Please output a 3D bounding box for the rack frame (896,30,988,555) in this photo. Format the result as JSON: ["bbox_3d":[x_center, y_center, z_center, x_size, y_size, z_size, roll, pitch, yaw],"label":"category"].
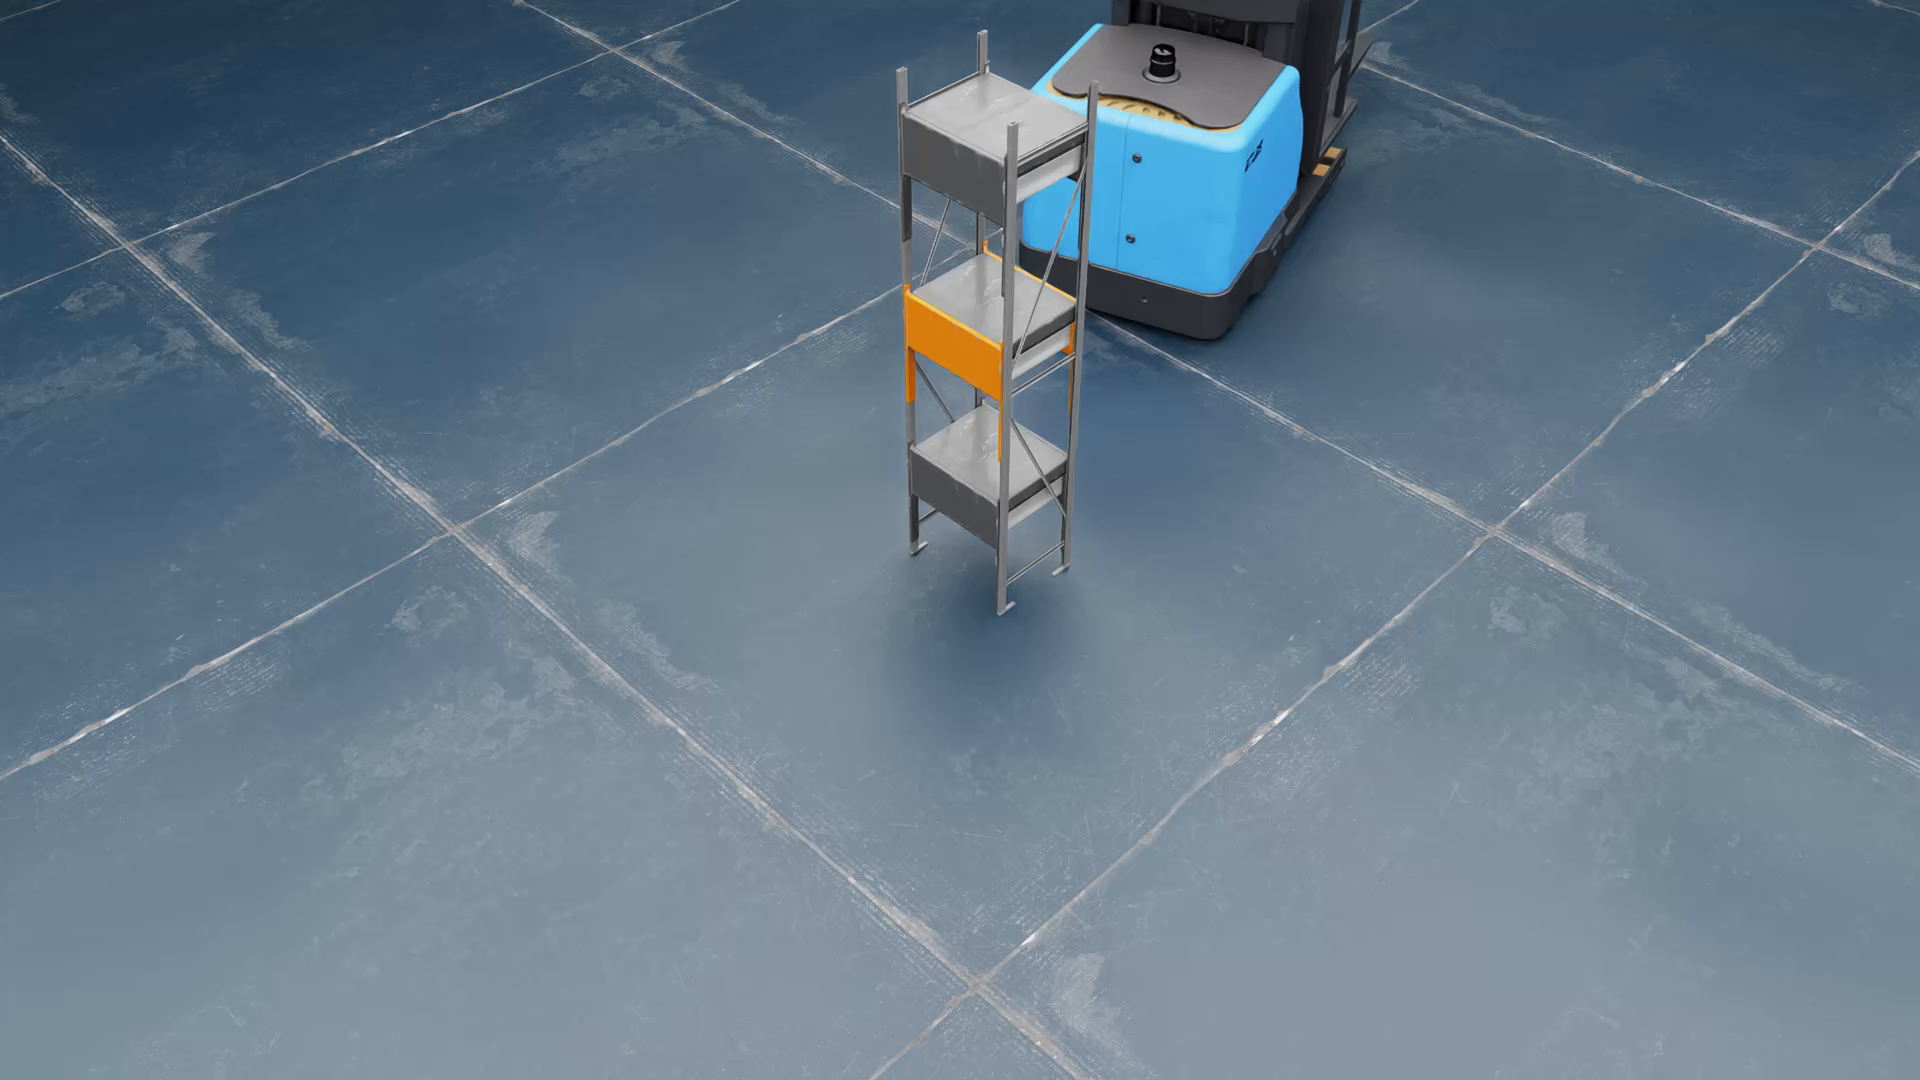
[{"bbox_3d":[-0.055,-0.809,6.078,0.400,2.100,0.015,-34,53,-31],"label":"rack frame"}]

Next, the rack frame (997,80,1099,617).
[{"bbox_3d":[0.289,-0.574,5.824,0.400,2.100,0.015,-34,53,-31],"label":"rack frame"}]

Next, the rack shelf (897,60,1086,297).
[{"bbox_3d":[0.117,-1.196,5.486,0.431,0.518,0.480,-34,53,-31],"label":"rack shelf"}]

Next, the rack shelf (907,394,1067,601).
[{"bbox_3d":[0.117,-0.168,6.436,0.431,0.518,0.480,-34,53,-31],"label":"rack shelf"}]

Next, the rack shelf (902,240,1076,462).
[{"bbox_3d":[0.117,-0.682,5.961,0.431,0.518,0.480,-34,53,-31],"label":"rack shelf"}]

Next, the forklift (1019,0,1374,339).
[{"bbox_3d":[1.394,-2.998,7.835,1.130,2.935,3.031,19,46,19],"label":"forklift"}]

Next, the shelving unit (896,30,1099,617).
[{"bbox_3d":[0.117,-0.692,5.951,0.431,2.100,0.503,-34,53,-31],"label":"shelving unit"}]
